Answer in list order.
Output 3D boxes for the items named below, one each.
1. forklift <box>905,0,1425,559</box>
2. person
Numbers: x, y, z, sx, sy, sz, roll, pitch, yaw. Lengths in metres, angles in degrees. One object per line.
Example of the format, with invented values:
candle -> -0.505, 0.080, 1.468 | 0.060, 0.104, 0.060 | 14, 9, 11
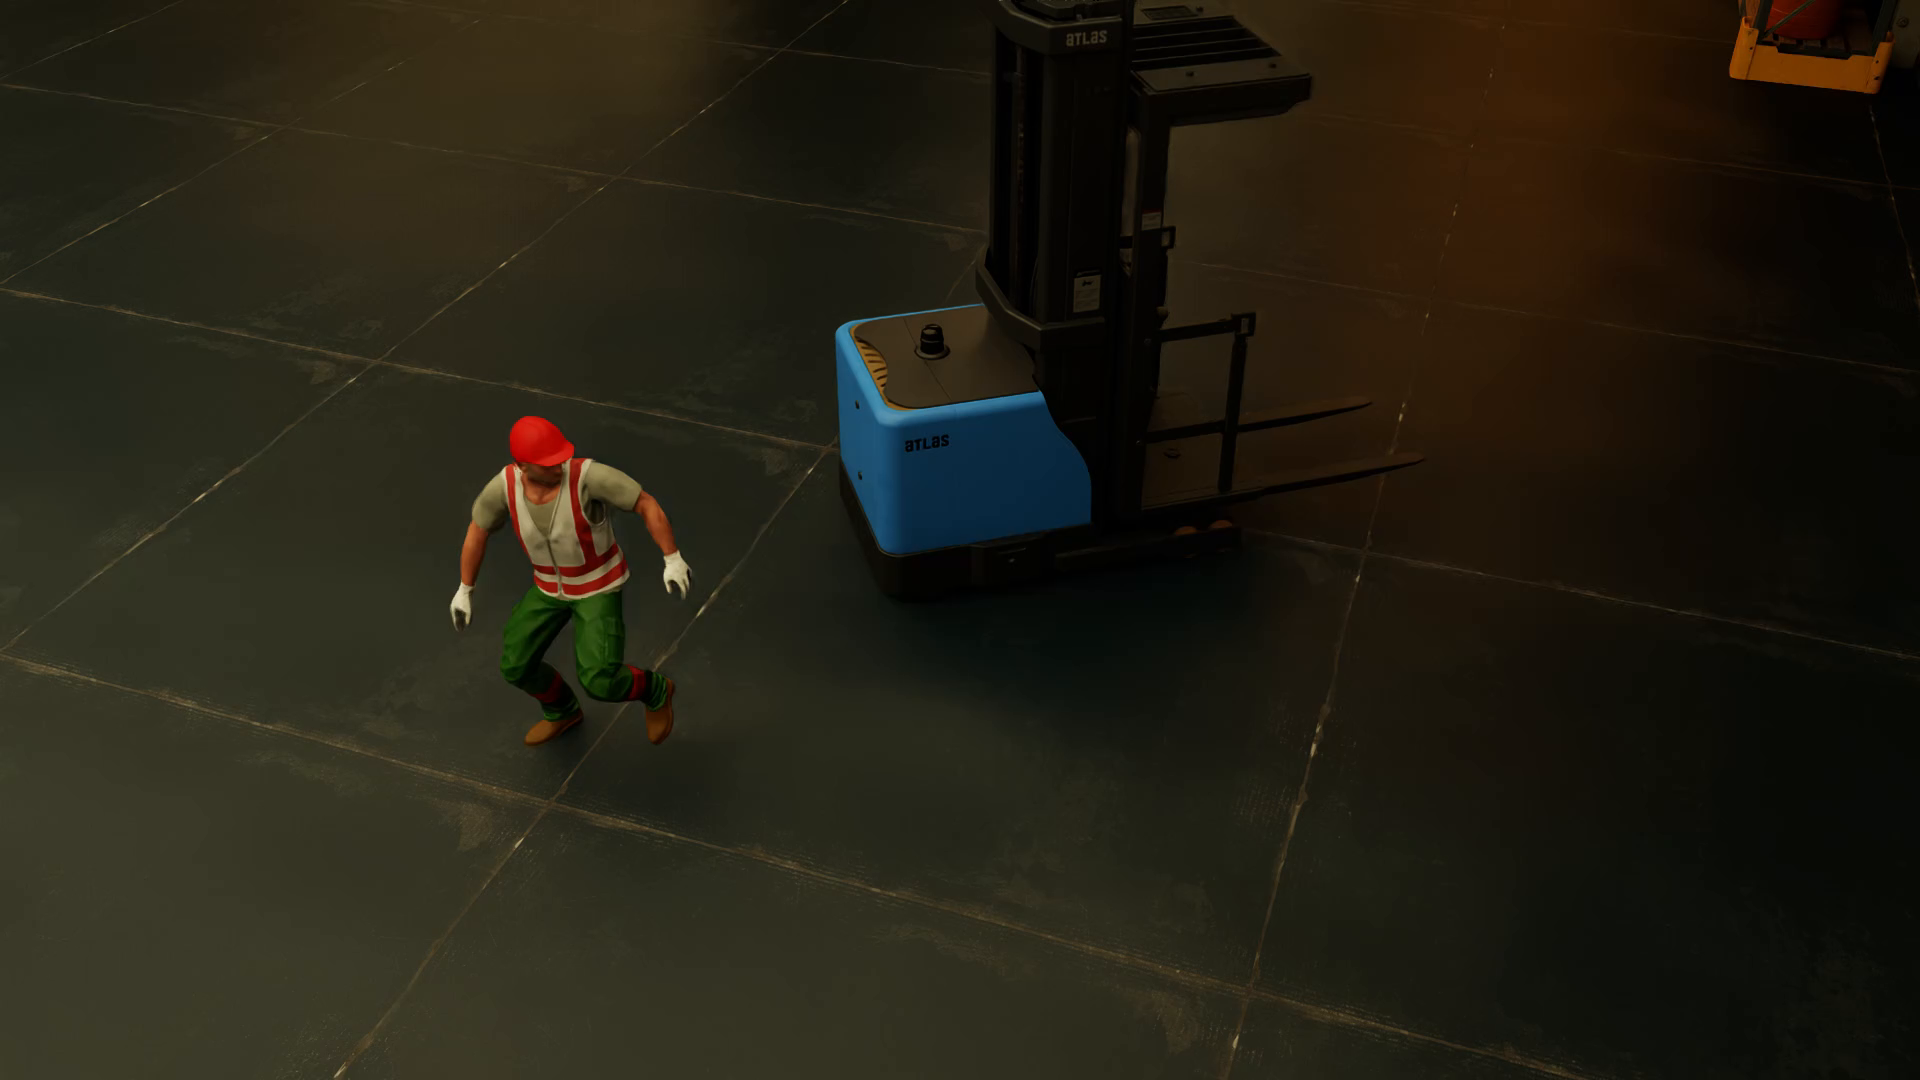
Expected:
forklift -> 0.938, -1.383, 8.062 | 3.031, 2.935, 1.121 | -10, 36, -13
person -> -1.620, 0.196, 6.923 | 0.908, 1.542, 0.555 | 12, 37, 16
